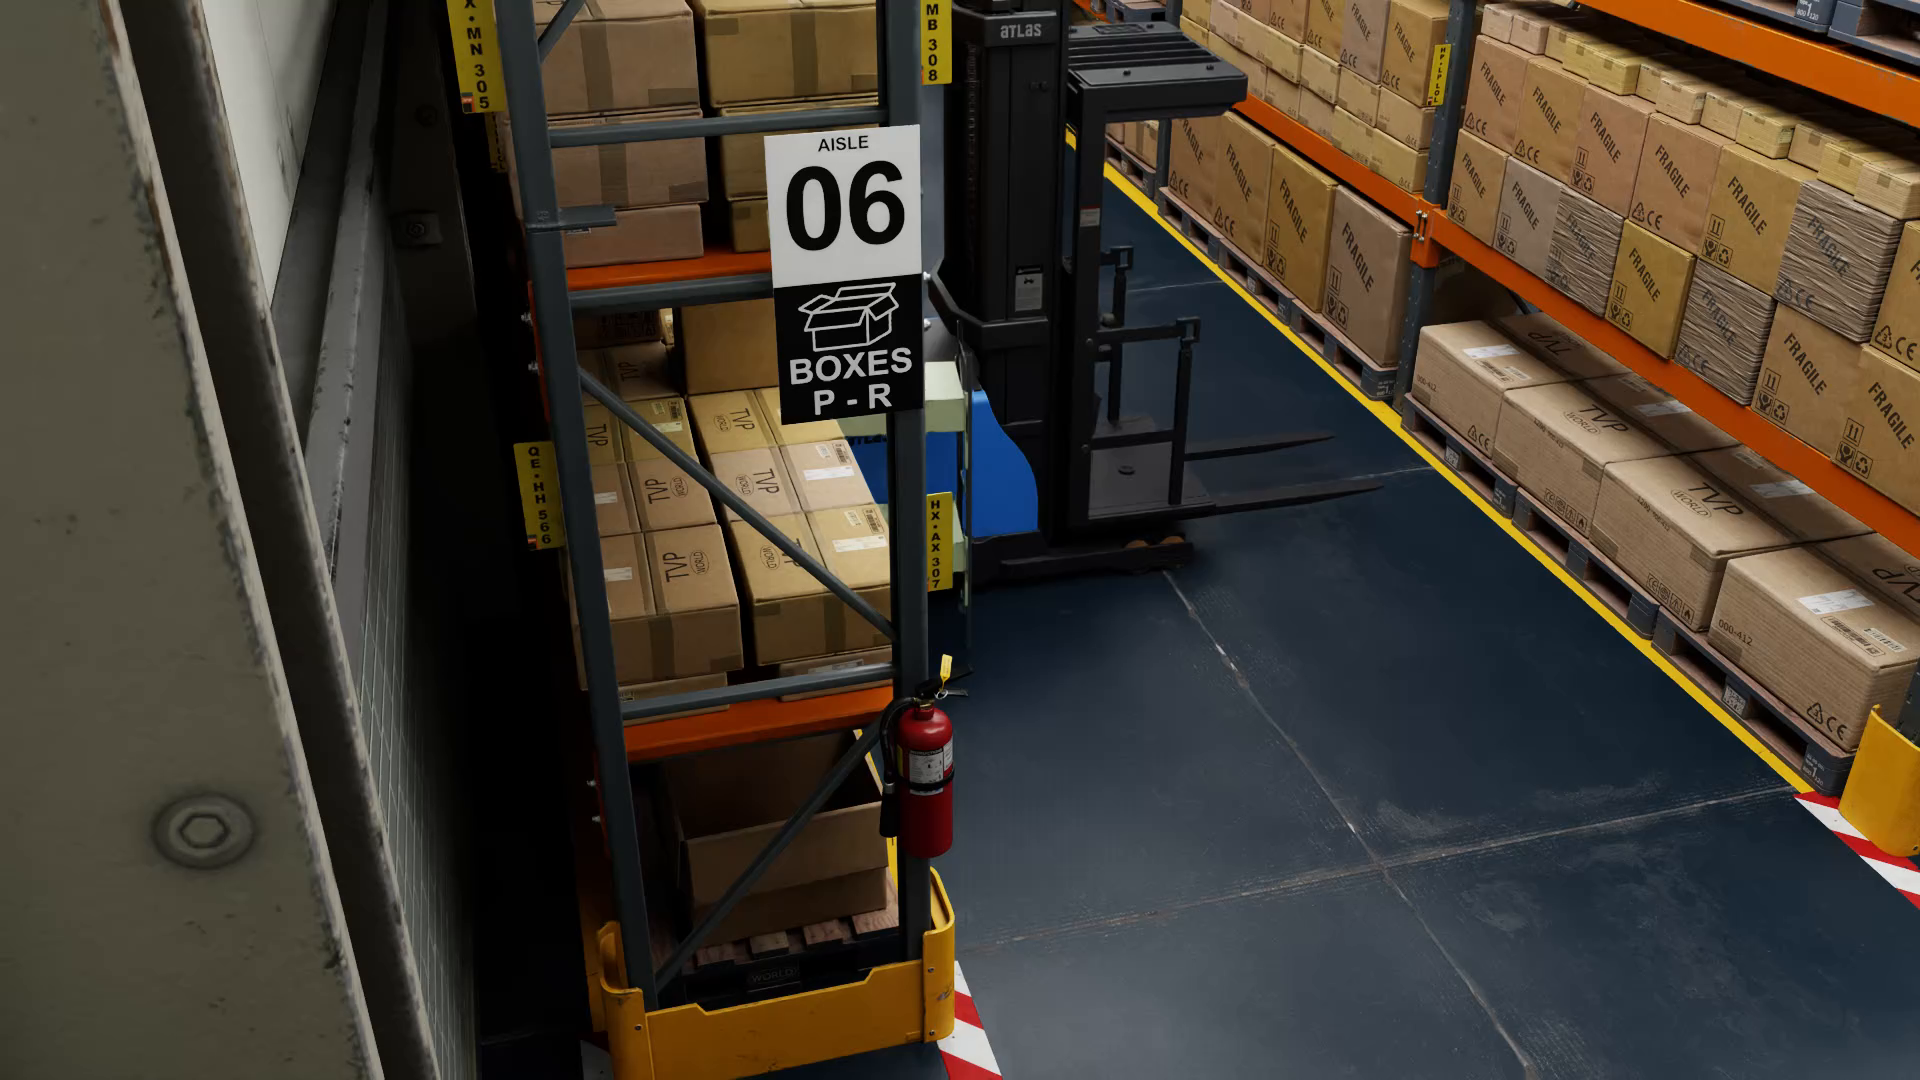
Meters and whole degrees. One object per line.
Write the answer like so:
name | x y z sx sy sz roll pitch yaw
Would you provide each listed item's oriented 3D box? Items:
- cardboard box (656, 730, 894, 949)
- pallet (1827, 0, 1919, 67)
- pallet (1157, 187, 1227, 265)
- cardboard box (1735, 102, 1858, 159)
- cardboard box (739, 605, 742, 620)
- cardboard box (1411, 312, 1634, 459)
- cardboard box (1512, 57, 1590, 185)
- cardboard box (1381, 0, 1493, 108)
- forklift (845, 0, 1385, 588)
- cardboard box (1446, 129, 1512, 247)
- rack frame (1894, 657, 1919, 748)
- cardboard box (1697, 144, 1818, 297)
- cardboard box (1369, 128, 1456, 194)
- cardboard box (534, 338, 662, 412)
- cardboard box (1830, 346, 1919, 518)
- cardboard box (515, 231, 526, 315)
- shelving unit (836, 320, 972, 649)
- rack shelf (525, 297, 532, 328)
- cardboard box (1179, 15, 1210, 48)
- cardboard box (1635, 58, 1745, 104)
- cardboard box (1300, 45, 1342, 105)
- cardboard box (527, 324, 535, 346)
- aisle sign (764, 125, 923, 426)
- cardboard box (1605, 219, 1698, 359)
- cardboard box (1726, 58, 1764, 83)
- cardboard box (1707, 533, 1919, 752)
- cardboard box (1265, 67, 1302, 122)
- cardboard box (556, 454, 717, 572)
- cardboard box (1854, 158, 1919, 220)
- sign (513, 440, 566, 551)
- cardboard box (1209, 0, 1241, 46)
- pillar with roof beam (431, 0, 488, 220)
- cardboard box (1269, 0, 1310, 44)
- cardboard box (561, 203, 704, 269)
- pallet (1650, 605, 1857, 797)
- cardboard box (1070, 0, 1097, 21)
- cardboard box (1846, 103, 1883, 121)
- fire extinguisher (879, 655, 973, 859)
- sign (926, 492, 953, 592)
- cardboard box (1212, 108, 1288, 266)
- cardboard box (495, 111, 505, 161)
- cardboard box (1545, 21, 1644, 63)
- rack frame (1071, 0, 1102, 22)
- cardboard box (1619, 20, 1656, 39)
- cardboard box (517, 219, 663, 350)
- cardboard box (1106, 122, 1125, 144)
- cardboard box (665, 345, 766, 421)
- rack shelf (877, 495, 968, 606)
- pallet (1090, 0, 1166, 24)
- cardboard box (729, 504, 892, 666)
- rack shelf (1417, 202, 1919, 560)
cardboard box | -0.664 1.046 6.022 0.797 0.503 0.637 -9 31 -15
pallet | 3.985 -1.824 6.001 1.003 0.211 1.213 -8 31 -13
pallet | 2.205 -2.473 12.812 1.003 0.211 1.213 -8 31 -13
cardboard box | 3.512 -1.719 6.981 0.380 0.149 0.250 -7 31 -12
cardboard box | -0.631 0.129 5.783 0.380 0.149 0.250 -8 31 -14
cardboard box | 3.193 -0.894 9.439 0.875 0.438 0.875 -8 31 -14
cardboard box | 3.151 -2.108 8.299 0.500 0.500 0.500 -8 31 -14
cardboard box | 2.769 -2.797 9.490 0.500 0.500 0.500 -7 31 -12
forklift | 0.703 -1.349 8.155 3.031 2.935 1.130 -7 31 -12
cardboard box | 3.002 -1.921 8.974 0.500 0.500 0.500 -7 31 -12
rack frame | 4.192 -0.207 6.113 1.000 3.000 0.127 -8 31 -13
cardboard box | 3.539 -1.372 7.028 0.500 0.500 0.500 -8 31 -14
cardboard box | 2.768 -2.257 9.805 0.500 0.250 0.500 -9 31 -14
cardboard box | -1.509 -0.775 6.947 0.500 0.250 0.500 -7 31 -12
cardboard box | 3.809 -0.448 6.430 0.500 0.500 0.500 -8 31 -13
cardboard box | -2.623 -1.773 10.895 0.500 0.500 0.500 -6 31 -11
shelving unit | -0.344 -0.217 7.624 0.755 1.500 0.431 -3 30 -6
rack shelf | -2.185 -2.132 10.157 1.077 0.370 4.000 -8 31 -13
cardboard box | 1.956 -3.736 12.360 0.500 0.250 0.500 -8 31 -14
cardboard box | 3.351 -2.098 7.635 0.380 0.149 0.250 -8 31 -13
cardboard box | 2.496 -2.961 10.521 0.500 0.250 0.500 -7 31 -12
cardboard box | -2.193 -1.016 9.586 0.500 0.500 0.500 -9 31 -15
aisle sign | -0.292 -0.676 4.329 0.394 0.787 0.004 -8 31 -13
cardboard box | 3.394 -1.187 7.707 0.500 0.500 0.500 -7 31 -12
cardboard box | 3.797 -2.163 7.748 0.380 0.149 0.250 -8 31 -14
cardboard box | 3.920 0.415 7.178 0.875 0.438 0.875 -9 31 -15
cardboard box | 2.377 -2.998 11.085 0.500 0.250 0.500 -8 31 -13
cardboard box | -1.107 -0.045 5.686 0.500 0.250 0.500 -8 31 -13
cardboard box | 3.663 -1.343 6.331 0.380 0.149 0.250 -8 31 -14
sign | -1.133 -0.119 4.490 0.100 0.325 0.005 -8 31 -13
cardboard box | 2.101 -3.695 11.790 0.500 0.250 0.500 -7 31 -12
pillar with roof beam | 0.219 -7.088 12.012 9.100 9.000 0.400 -8 31 -13
cardboard box | 2.358 -3.542 10.777 0.500 0.500 0.500 -7 31 -12
cardboard box | -0.901 -0.858 4.495 0.380 0.149 0.250 -7 31 -12
pallet | 3.904 0.624 7.461 1.003 0.211 1.213 -8 31 -13
cardboard box | 1.110 -5.640 17.076 0.500 0.500 0.500 -6 31 -11
cardboard box | 4.034 -1.800 7.121 0.380 0.149 0.250 -8 31 -13
fire extinguisher | -0.108 0.659 5.066 0.296 0.674 0.183 -8 31 -13
sign | -0.070 0.008 4.878 0.100 0.325 0.005 -8 31 -13
cardboard box | 2.404 -2.557 11.875 0.875 0.875 0.875 -7 31 -13
cardboard box | -1.121 -1.332 4.915 0.500 0.250 0.500 -8 31 -13
cardboard box | 3.156 -2.469 8.276 0.380 0.149 0.250 -8 31 -14
rack frame | 1.007 -6.003 16.126 1.000 3.000 0.127 -8 31 -13
cardboard box | 3.541 -2.526 8.374 0.380 0.149 0.250 -8 31 -13
cardboard box | -1.516 -1.111 6.779 0.500 0.500 0.500 -9 31 -15
cardboard box | 1.724 -3.745 14.429 0.950 0.372 0.625 -8 31 -14
cardboard box | -0.882 -0.596 6.638 0.500 0.250 0.500 -9 31 -15
rack shelf | -0.344 0.066 7.785 0.720 0.370 0.431 -3 30 -6
pallet | 1.777 -4.318 13.407 1.213 0.211 1.003 -8 31 -13
cardboard box | -0.454 0.136 5.373 0.500 0.250 0.500 -8 31 -13
rack shelf | 3.661 -0.861 7.962 1.077 0.370 4.000 -8 31 -13
